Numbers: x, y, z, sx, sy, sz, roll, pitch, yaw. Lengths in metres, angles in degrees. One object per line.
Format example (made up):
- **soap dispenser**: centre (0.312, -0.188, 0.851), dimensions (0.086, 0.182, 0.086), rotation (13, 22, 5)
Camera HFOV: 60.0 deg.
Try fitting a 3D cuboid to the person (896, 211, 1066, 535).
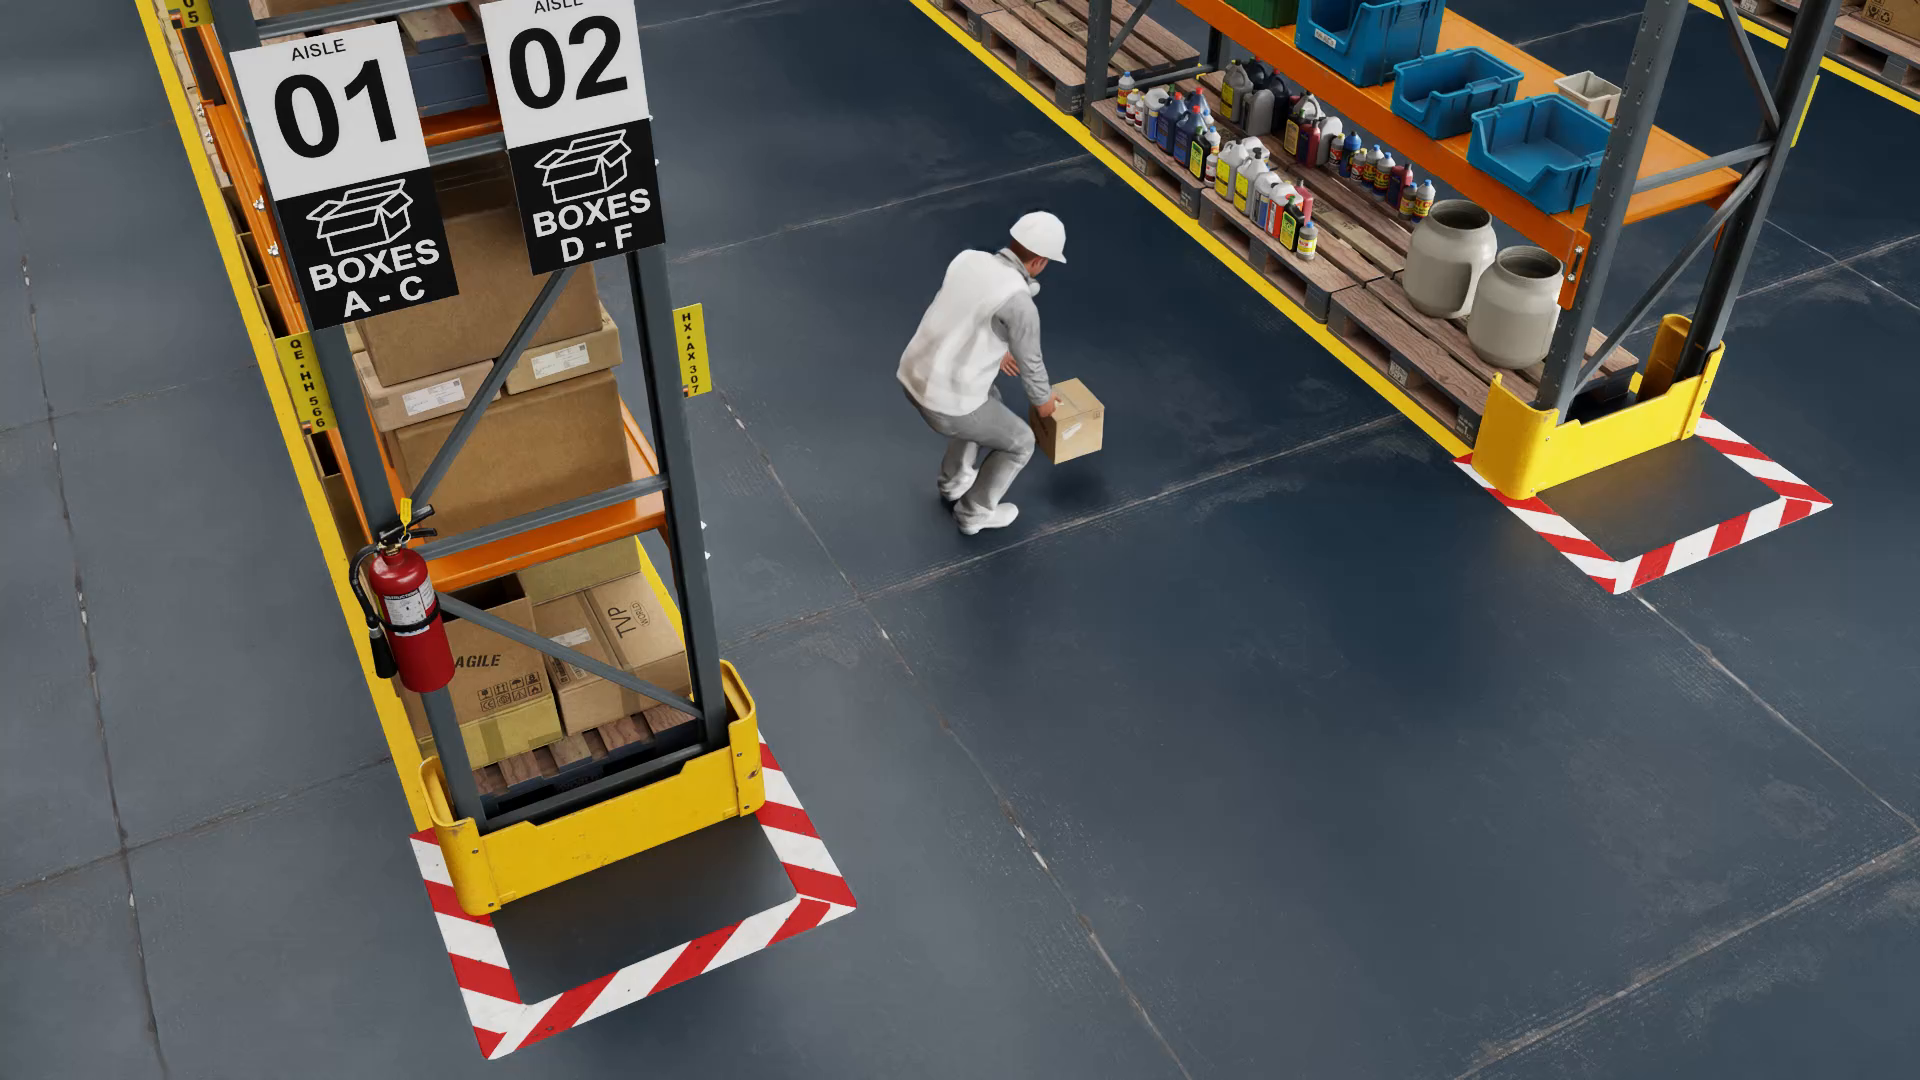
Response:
- **person**: centre (0.101, -0.733, 7.254), dimensions (0.768, 1.422, 0.592), rotation (-19, 44, -20)
